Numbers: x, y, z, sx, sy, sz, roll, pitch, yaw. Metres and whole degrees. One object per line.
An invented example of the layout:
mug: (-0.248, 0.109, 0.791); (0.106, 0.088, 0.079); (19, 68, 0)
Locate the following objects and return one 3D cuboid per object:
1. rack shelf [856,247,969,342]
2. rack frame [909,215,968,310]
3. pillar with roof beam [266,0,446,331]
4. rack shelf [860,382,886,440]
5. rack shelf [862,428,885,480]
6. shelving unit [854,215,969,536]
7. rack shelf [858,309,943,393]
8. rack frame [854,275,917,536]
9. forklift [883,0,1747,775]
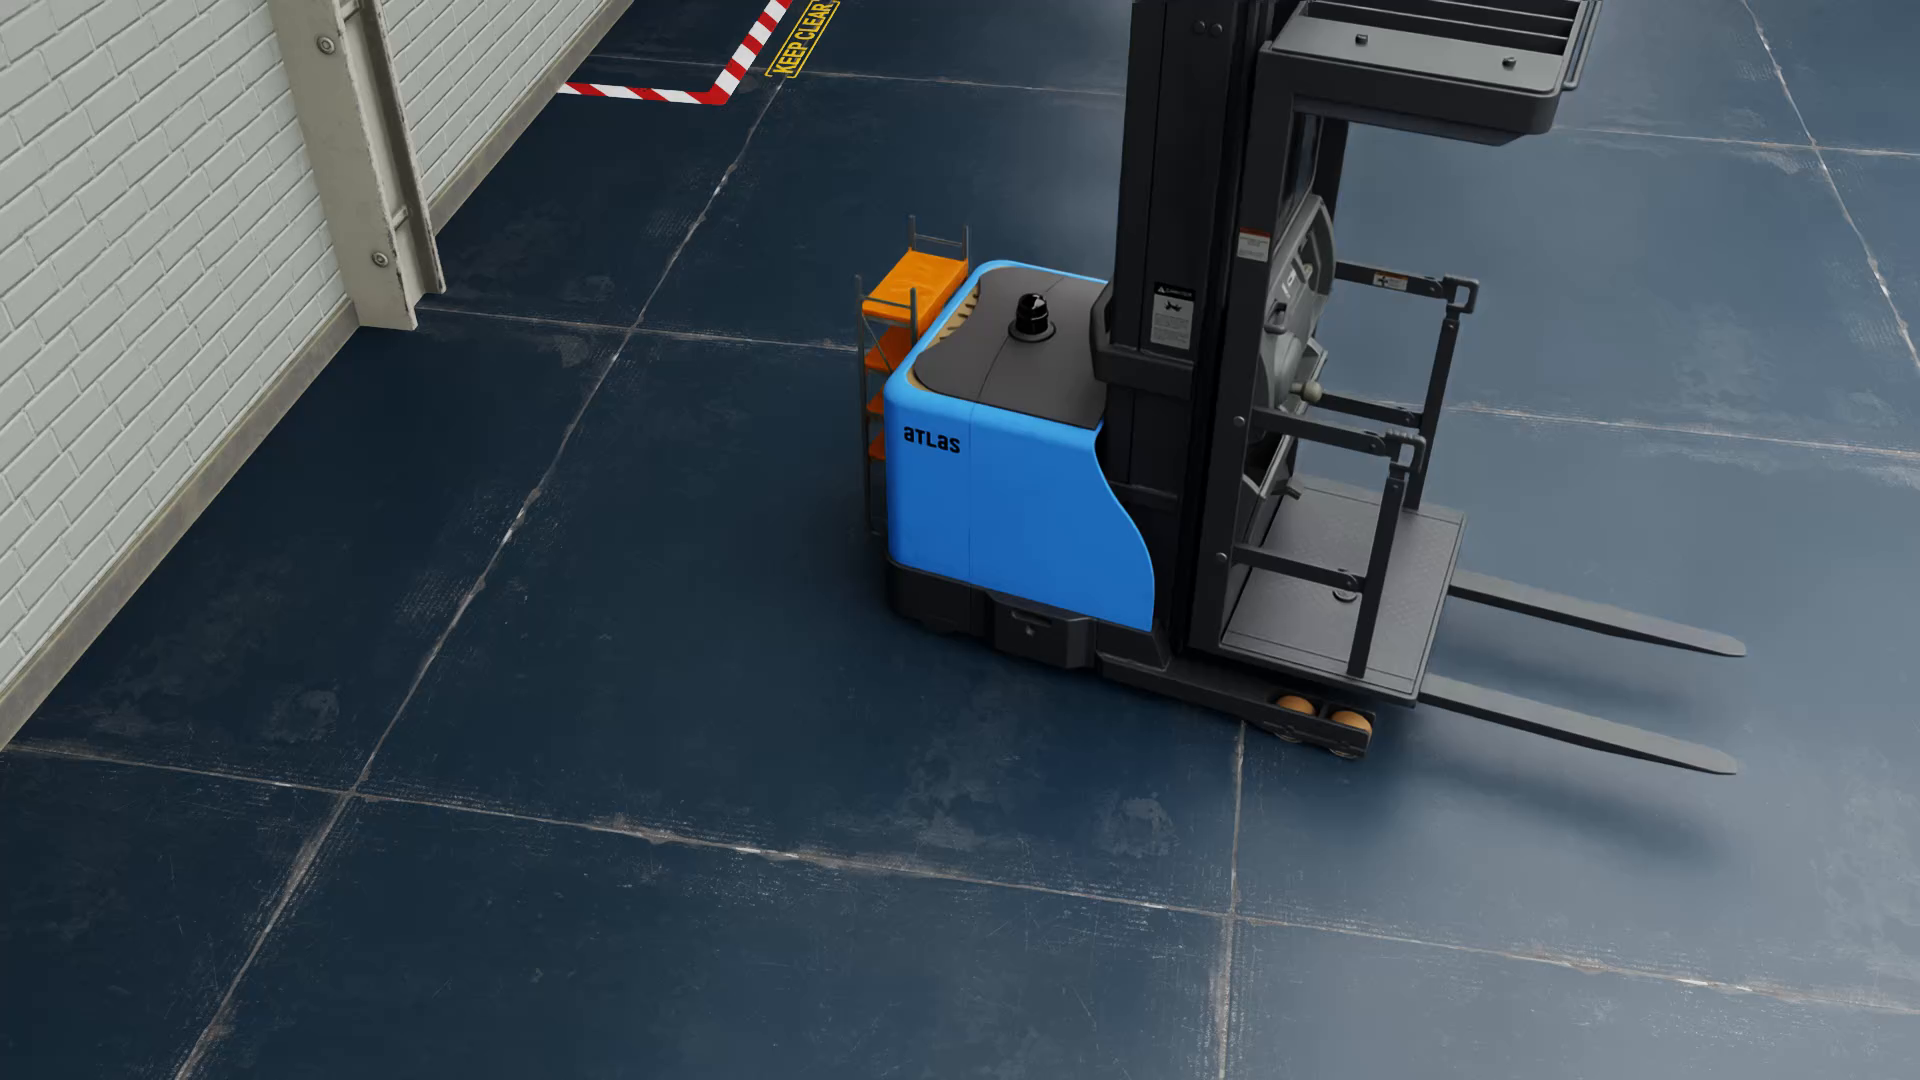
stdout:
rack shelf: (-0.175, -0.912, 6.294); (0.258, 0.148, 0.480); (15, 42, 17)
rack frame: (-0.082, -0.753, 6.718); (0.240, 1.200, 0.015); (15, 42, 17)
pillar with roof beam: (1.504, -4.138, 4.693); (9.100, 9.000, 0.400); (6, 40, 8)
rack shelf: (-0.175, -0.557, 6.588); (0.258, 0.148, 0.480); (15, 42, 17)
rack shelf: (-0.175, -0.404, 6.714); (0.258, 0.148, 0.480); (15, 42, 17)
shelving unit: (-0.175, -0.609, 6.545); (0.258, 1.200, 0.503); (15, 42, 17)
rack shelf: (-0.175, -0.729, 6.445); (0.258, 0.148, 0.480); (15, 42, 17)
rack frame: (-0.268, -0.465, 6.371); (0.240, 1.200, 0.015); (15, 42, 17)
forklift: (1.285, -0.754, 5.361); (3.031, 2.935, 1.130); (15, 42, 17)
